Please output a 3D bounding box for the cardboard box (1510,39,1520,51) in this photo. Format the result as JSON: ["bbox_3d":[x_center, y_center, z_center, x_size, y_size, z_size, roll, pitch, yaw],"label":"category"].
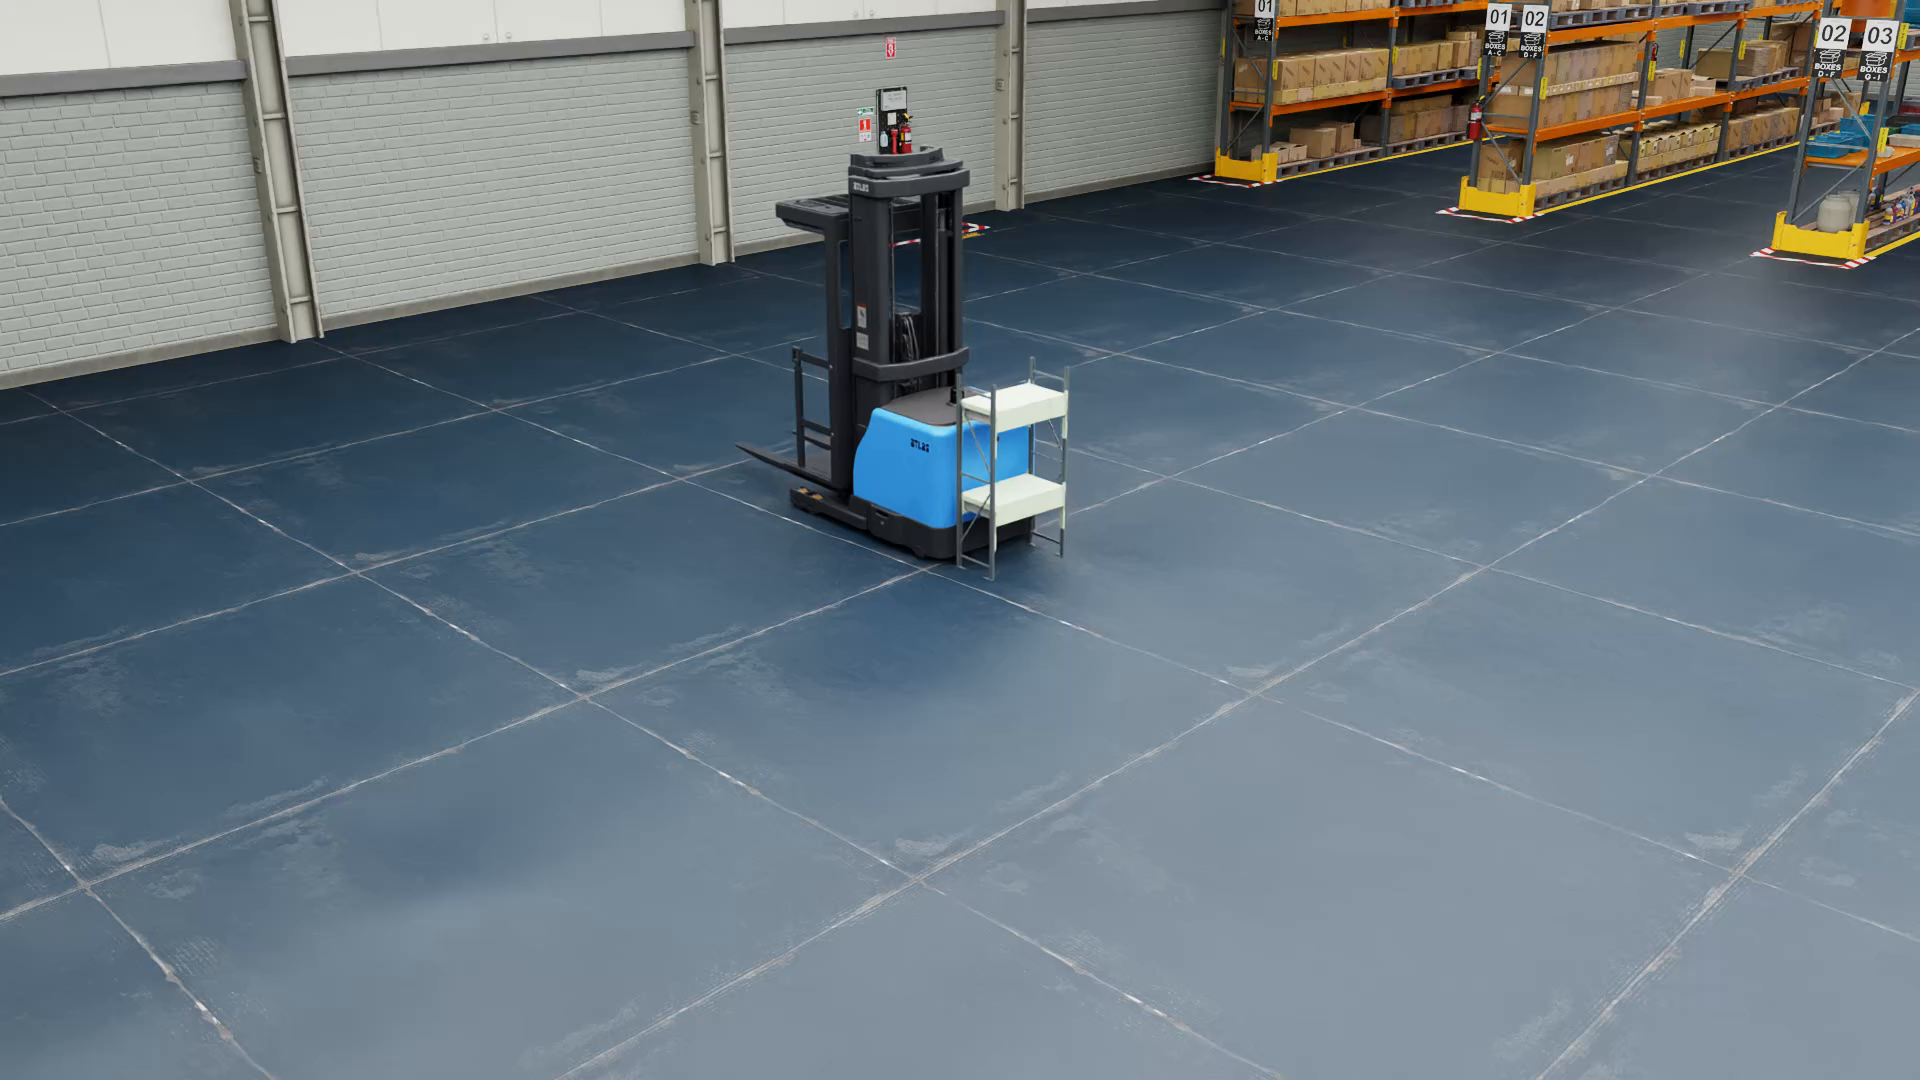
[{"bbox_3d":[11.595,-10.400,35.369,0.500,0.500,0.500,-19,28,-40],"label":"cardboard box"}]

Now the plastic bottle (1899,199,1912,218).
[{"bbox_3d":[14.290,-5.027,25.156,0.135,0.276,0.152,-20,28,-41],"label":"plastic bottle"}]

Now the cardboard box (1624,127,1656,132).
[{"bbox_3d":[12.600,-7.486,30.836,0.500,0.311,0.500,19,28,40],"label":"cardboard box"}]

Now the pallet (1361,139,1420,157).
[{"bbox_3d":[8.452,-7.882,33.288,1.003,0.211,1.213,19,28,41],"label":"pallet"}]

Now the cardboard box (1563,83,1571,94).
[{"bbox_3d":[9.634,-7.310,26.868,0.380,0.149,0.250,19,28,40],"label":"cardboard box"}]

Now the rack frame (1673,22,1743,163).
[{"bbox_3d":[14.252,-8.773,31.718,1.000,3.000,0.127,19,28,41],"label":"rack frame"}]

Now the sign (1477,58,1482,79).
[{"bbox_3d":[8.292,-7.507,26.481,0.100,0.325,0.005,19,28,41],"label":"sign"}]

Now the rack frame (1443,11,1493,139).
[{"bbox_3d":[10.700,-10.012,34.942,1.000,3.000,0.127,19,28,41],"label":"rack frame"}]

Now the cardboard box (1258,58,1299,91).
[{"bbox_3d":[5.668,-8.292,29.604,0.500,0.500,0.500,19,28,41],"label":"cardboard box"}]

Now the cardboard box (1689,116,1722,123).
[{"bbox_3d":[14.736,-8.111,32.866,0.500,0.500,0.500,-19,28,-40],"label":"cardboard box"}]

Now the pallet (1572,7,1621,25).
[{"bbox_3d":[10.034,-8.566,27.122,1.003,0.211,1.213,19,28,41],"label":"pallet"}]

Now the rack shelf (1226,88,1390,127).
[{"bbox_3d":[6.515,-8.134,31.058,1.077,0.370,4.000,19,28,41],"label":"rack shelf"}]

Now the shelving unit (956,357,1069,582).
[{"bbox_3d":[0.388,-0.533,12.370,0.755,1.500,0.431,-18,27,-38],"label":"shelving unit"}]

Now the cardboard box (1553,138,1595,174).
[{"bbox_3d":[10.253,-6.446,27.867,0.500,0.500,0.500,19,28,41],"label":"cardboard box"}]

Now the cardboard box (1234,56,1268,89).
[{"bbox_3d":[5.296,-8.419,29.934,0.500,0.500,0.500,19,28,40],"label":"cardboard box"}]

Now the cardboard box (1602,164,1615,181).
[{"bbox_3d":[10.939,-6.357,28.681,0.500,0.250,0.500,19,28,41],"label":"cardboard box"}]

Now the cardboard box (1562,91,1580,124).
[{"bbox_3d":[9.720,-7.142,27.337,0.700,0.500,0.500,19,28,41],"label":"cardboard box"}]

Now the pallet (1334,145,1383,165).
[{"bbox_3d":[7.467,-7.501,32.295,1.003,0.211,1.213,19,28,41],"label":"pallet"}]

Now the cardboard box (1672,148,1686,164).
[{"bbox_3d":[12.993,-7.094,30.598,0.500,0.250,0.500,-20,28,-41],"label":"cardboard box"}]

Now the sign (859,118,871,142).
[{"bbox_3d":[-1.409,-6.084,24.673,0.001,0.329,0.234,19,28,41],"label":"sign"}]

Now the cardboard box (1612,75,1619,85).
[{"bbox_3d":[10.888,-7.772,28.071,0.380,0.149,0.250,19,28,41],"label":"cardboard box"}]

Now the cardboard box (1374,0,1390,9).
[{"bbox_3d":[7.733,-10.247,31.206,0.500,0.500,0.500,-19,28,-41],"label":"cardboard box"}]

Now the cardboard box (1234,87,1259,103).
[{"bbox_3d":[5.307,-8.063,30.054,0.500,0.250,0.500,-20,28,-41],"label":"cardboard box"}]

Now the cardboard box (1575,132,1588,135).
[{"bbox_3d":[10.571,-6.836,28.881,0.500,0.500,0.500,19,28,41],"label":"cardboard box"}]

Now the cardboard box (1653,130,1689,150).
[{"bbox_3d":[13.000,-7.358,30.504,0.500,0.311,0.500,-19,28,-41],"label":"cardboard box"}]

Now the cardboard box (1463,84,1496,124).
[{"bbox_3d":[11.307,-9.361,35.658,0.750,0.750,0.750,19,28,40],"label":"cardboard box"}]

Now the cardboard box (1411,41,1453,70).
[{"bbox_3d":[9.526,-9.815,33.676,0.700,0.500,0.500,19,28,41],"label":"cardboard box"}]

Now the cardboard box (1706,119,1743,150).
[{"bbox_3d":[14.774,-7.857,32.206,0.500,0.500,0.500,-19,28,-40],"label":"cardboard box"}]

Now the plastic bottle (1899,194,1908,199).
[{"bbox_3d":[14.508,-5.182,25.558,0.152,0.276,0.135,19,28,41],"label":"plastic bottle"}]

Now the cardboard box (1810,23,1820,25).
[{"bbox_3d":[17.932,-10.498,34.674,0.500,0.500,0.500,18,28,39],"label":"cardboard box"}]

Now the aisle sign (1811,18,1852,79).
[{"bbox_3d":[11.955,-6.745,22.819,0.394,0.787,0.004,19,28,41],"label":"aisle sign"}]

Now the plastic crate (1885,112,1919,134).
[{"bbox_3d":[14.552,-6.372,25.559,0.767,0.338,0.504,19,28,41],"label":"plastic crate"}]

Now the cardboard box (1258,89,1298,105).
[{"bbox_3d":[5.687,-7.941,29.734,0.500,0.250,0.500,18,28,39],"label":"cardboard box"}]

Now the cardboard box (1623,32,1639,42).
[{"bbox_3d":[15.433,-11.885,39.397,0.980,0.700,0.700,19,28,40],"label":"cardboard box"}]

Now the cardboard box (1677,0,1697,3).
[{"bbox_3d":[12.839,-9.747,29.696,0.500,0.250,0.500,16,26,36],"label":"cardboard box"}]

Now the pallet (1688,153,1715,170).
[{"bbox_3d":[13.650,-7.270,31.694,1.003,0.211,1.213,19,28,41],"label":"pallet"}]

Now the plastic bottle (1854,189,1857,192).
[{"bbox_3d":[13.719,-5.212,25.532,0.144,0.351,0.185,19,28,40],"label":"plastic bottle"}]

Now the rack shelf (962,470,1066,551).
[{"bbox_3d":[0.388,-0.228,12.487,0.720,0.370,0.431,-18,27,-38],"label":"rack shelf"}]

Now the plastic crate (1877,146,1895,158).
[{"bbox_3d":[13.072,-5.502,23.577,0.298,0.136,0.250,19,28,41],"label":"plastic crate"}]

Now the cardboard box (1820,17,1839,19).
[{"bbox_3d":[18.975,-11.158,36.392,0.500,0.500,0.500,20,28,41],"label":"cardboard box"}]

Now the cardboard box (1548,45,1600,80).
[{"bbox_3d":[10.106,-7.894,27.485,0.700,0.500,0.500,19,28,41],"label":"cardboard box"}]

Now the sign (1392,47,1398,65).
[{"bbox_3d":[8.304,-9.254,31.763,0.100,0.325,0.005,19,28,41],"label":"sign"}]

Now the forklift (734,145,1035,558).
[{"bbox_3d":[-0.751,-1.679,13.358,1.130,2.935,3.031,-17,27,-38],"label":"forklift"}]

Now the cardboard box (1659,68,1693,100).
[{"bbox_3d":[13.093,-8.384,30.568,0.500,0.500,0.500,17,27,38],"label":"cardboard box"}]

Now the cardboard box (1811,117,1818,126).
[{"bbox_3d":[18.087,-8.963,35.548,0.380,0.166,0.250,19,28,41],"label":"cardboard box"}]

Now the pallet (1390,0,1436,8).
[{"bbox_3d":[8.417,-10.428,32.106,1.213,0.211,1.003,19,28,41],"label":"pallet"}]

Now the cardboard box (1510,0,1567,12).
[{"bbox_3d":[9.075,-8.573,26.093,0.637,0.503,0.797,-18,27,-38],"label":"cardboard box"}]

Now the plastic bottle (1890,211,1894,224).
[{"bbox_3d":[13.778,-4.790,24.642,0.097,0.201,0.097,0,21,0],"label":"plastic bottle"}]

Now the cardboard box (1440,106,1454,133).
[{"bbox_3d":[9.793,-8.749,34.527,0.700,0.500,0.500,19,28,41],"label":"cardboard box"}]

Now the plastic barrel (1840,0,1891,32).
[{"bbox_3d":[12.466,-7.429,22.857,0.600,0.830,0.708,19,28,41],"label":"plastic barrel"}]

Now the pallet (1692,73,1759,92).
[{"bbox_3d":[14.675,-8.875,32.252,1.213,0.211,1.003,19,28,41],"label":"pallet"}]

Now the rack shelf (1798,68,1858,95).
[{"bbox_3d":[18.438,-9.979,35.860,1.077,0.370,4.000,19,28,41],"label":"rack shelf"}]

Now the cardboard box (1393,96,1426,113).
[{"bbox_3d":[9.076,-8.814,33.652,0.500,0.250,0.500,18,28,39],"label":"cardboard box"}]

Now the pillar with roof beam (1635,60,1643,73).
[{"bbox_3d":[20.629,-14.702,38.781,9.100,9.000,0.400,19,28,41],"label":"pillar with roof beam"}]

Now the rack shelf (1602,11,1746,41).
[{"bbox_3d":[12.857,-9.323,29.972,1.077,0.370,4.000,19,28,41],"label":"rack shelf"}]
